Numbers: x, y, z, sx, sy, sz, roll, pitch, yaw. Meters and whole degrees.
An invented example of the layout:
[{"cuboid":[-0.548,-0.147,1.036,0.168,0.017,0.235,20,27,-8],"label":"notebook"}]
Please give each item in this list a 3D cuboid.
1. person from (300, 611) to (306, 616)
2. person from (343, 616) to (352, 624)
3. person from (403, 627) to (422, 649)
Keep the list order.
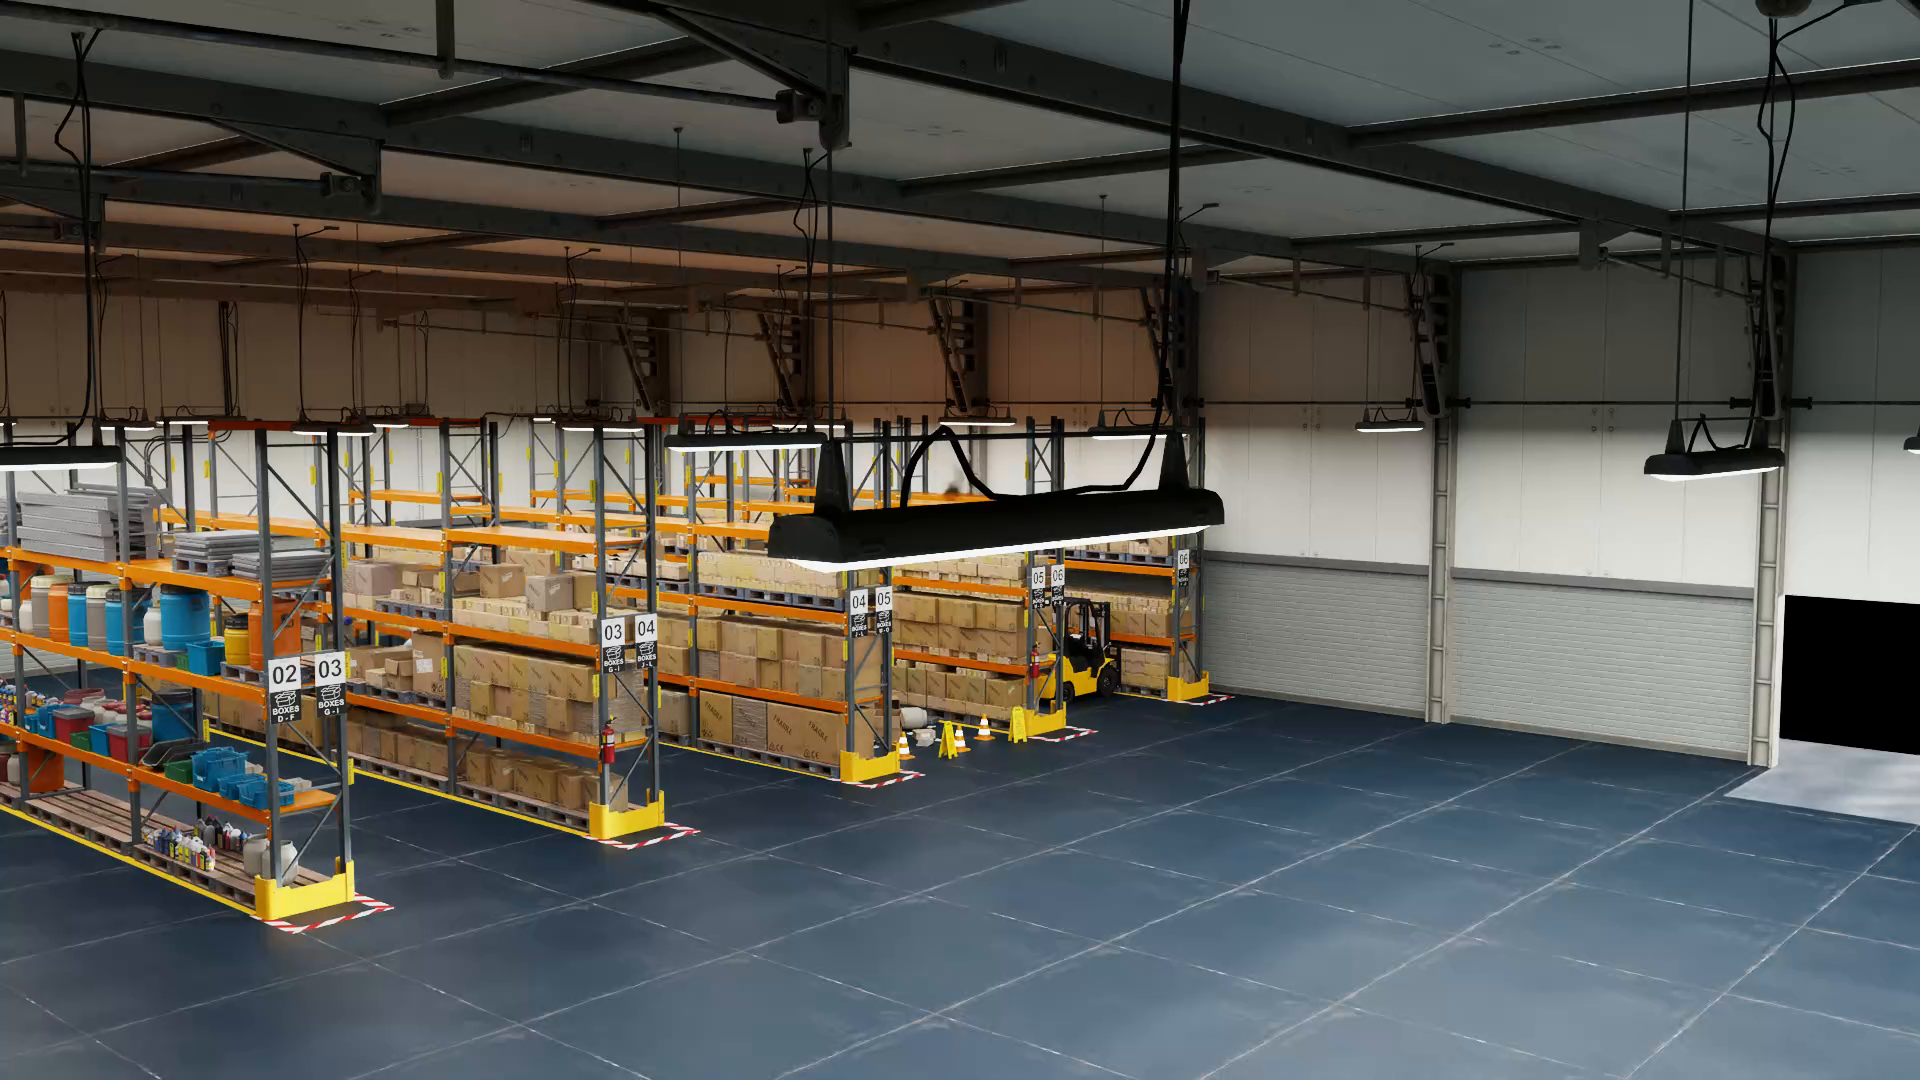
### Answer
[{"cuboid":[-15.115,2.401,38.008,0.717,1.602,0.512,0,5,-2],"label":"person"},{"cuboid":[-14.541,2.269,39.325,0.632,1.602,0.525,2,5,21],"label":"person"},{"cuboid":[-11.133,2.626,34.202,0.837,1.744,0.696,4,6,41],"label":"person"}]
